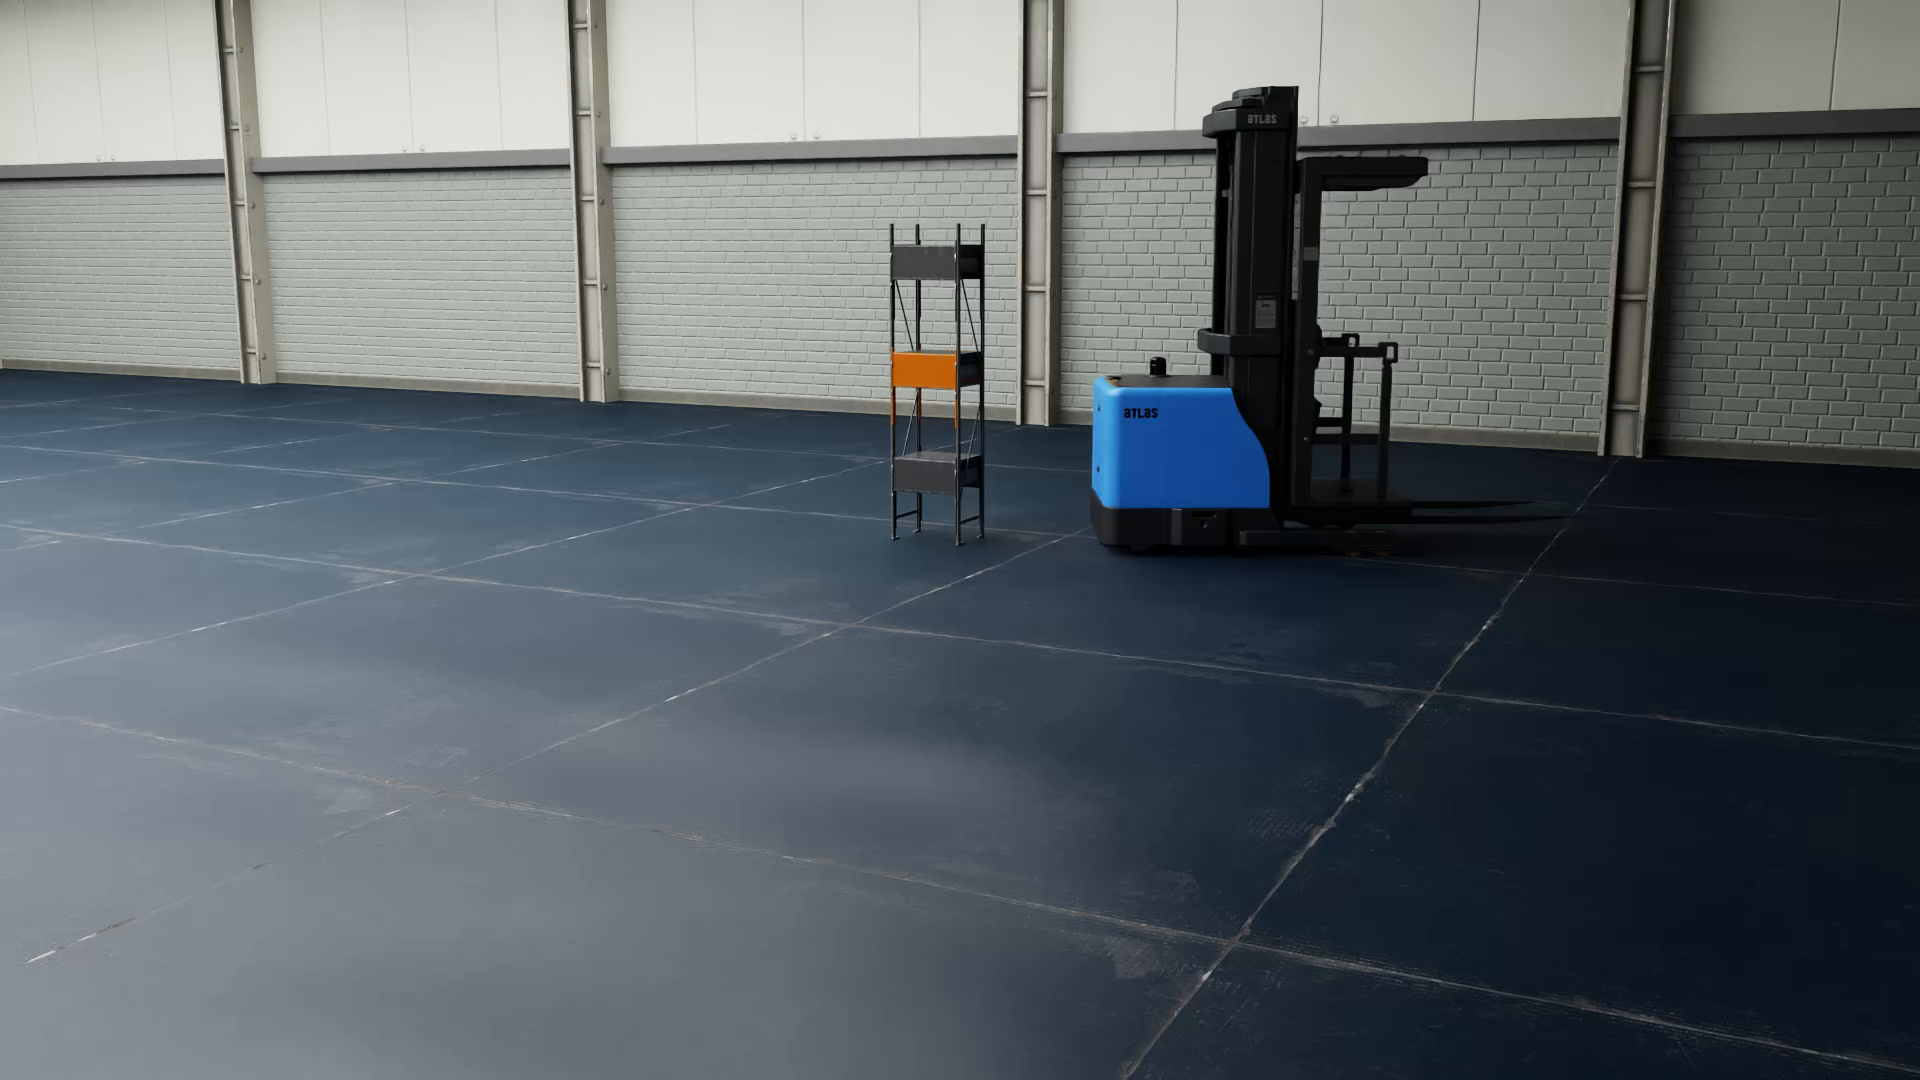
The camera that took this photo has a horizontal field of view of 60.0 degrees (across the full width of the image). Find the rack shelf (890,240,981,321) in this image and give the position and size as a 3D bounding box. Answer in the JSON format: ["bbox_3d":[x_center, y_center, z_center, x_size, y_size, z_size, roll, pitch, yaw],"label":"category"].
[{"bbox_3d":[-0.148,-1.722,10.993,0.480,0.518,0.431,5,11,26],"label":"rack shelf"}]

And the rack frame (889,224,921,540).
[{"bbox_3d":[-0.367,-1.065,11.222,0.015,2.100,0.400,5,11,26],"label":"rack frame"}]

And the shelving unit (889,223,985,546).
[{"bbox_3d":[-0.148,-1.046,11.115,0.503,2.100,0.431,5,11,26],"label":"shelving unit"}]

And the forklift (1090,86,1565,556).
[{"bbox_3d":[2.422,-1.433,10.916,3.031,2.935,1.130,0,10,-1],"label":"forklift"}]

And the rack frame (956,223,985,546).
[{"bbox_3d":[0.070,-1.027,11.009,0.015,2.100,0.400,5,11,26],"label":"rack frame"}]

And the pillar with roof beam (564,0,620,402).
[{"bbox_3d":[-6.428,-5.491,16.301,0.400,9.000,9.100,5,11,26],"label":"pillar with roof beam"}]

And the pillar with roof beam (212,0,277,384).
[{"bbox_3d":[-11.809,-5.964,18.914,0.400,9.000,9.100,5,11,26],"label":"pillar with roof beam"}]

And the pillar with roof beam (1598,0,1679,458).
[{"bbox_3d":[4.334,-4.545,11.077,0.400,9.000,9.100,5,11,26],"label":"pillar with roof beam"}]

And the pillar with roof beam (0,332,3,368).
[{"bbox_3d":[-17.189,-6.437,21.526,0.400,9.000,9.100,5,11,26],"label":"pillar with roof beam"}]

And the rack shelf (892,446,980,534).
[{"bbox_3d":[-0.148,-0.344,11.242,0.480,0.518,0.431,5,11,26],"label":"rack shelf"}]

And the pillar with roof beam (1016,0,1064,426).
[{"bbox_3d":[-1.047,-5.018,13.689,0.400,9.000,9.100,5,11,26],"label":"pillar with roof beam"}]

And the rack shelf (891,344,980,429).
[{"bbox_3d":[-0.148,-1.033,11.118,0.480,0.518,0.431,5,11,26],"label":"rack shelf"}]
